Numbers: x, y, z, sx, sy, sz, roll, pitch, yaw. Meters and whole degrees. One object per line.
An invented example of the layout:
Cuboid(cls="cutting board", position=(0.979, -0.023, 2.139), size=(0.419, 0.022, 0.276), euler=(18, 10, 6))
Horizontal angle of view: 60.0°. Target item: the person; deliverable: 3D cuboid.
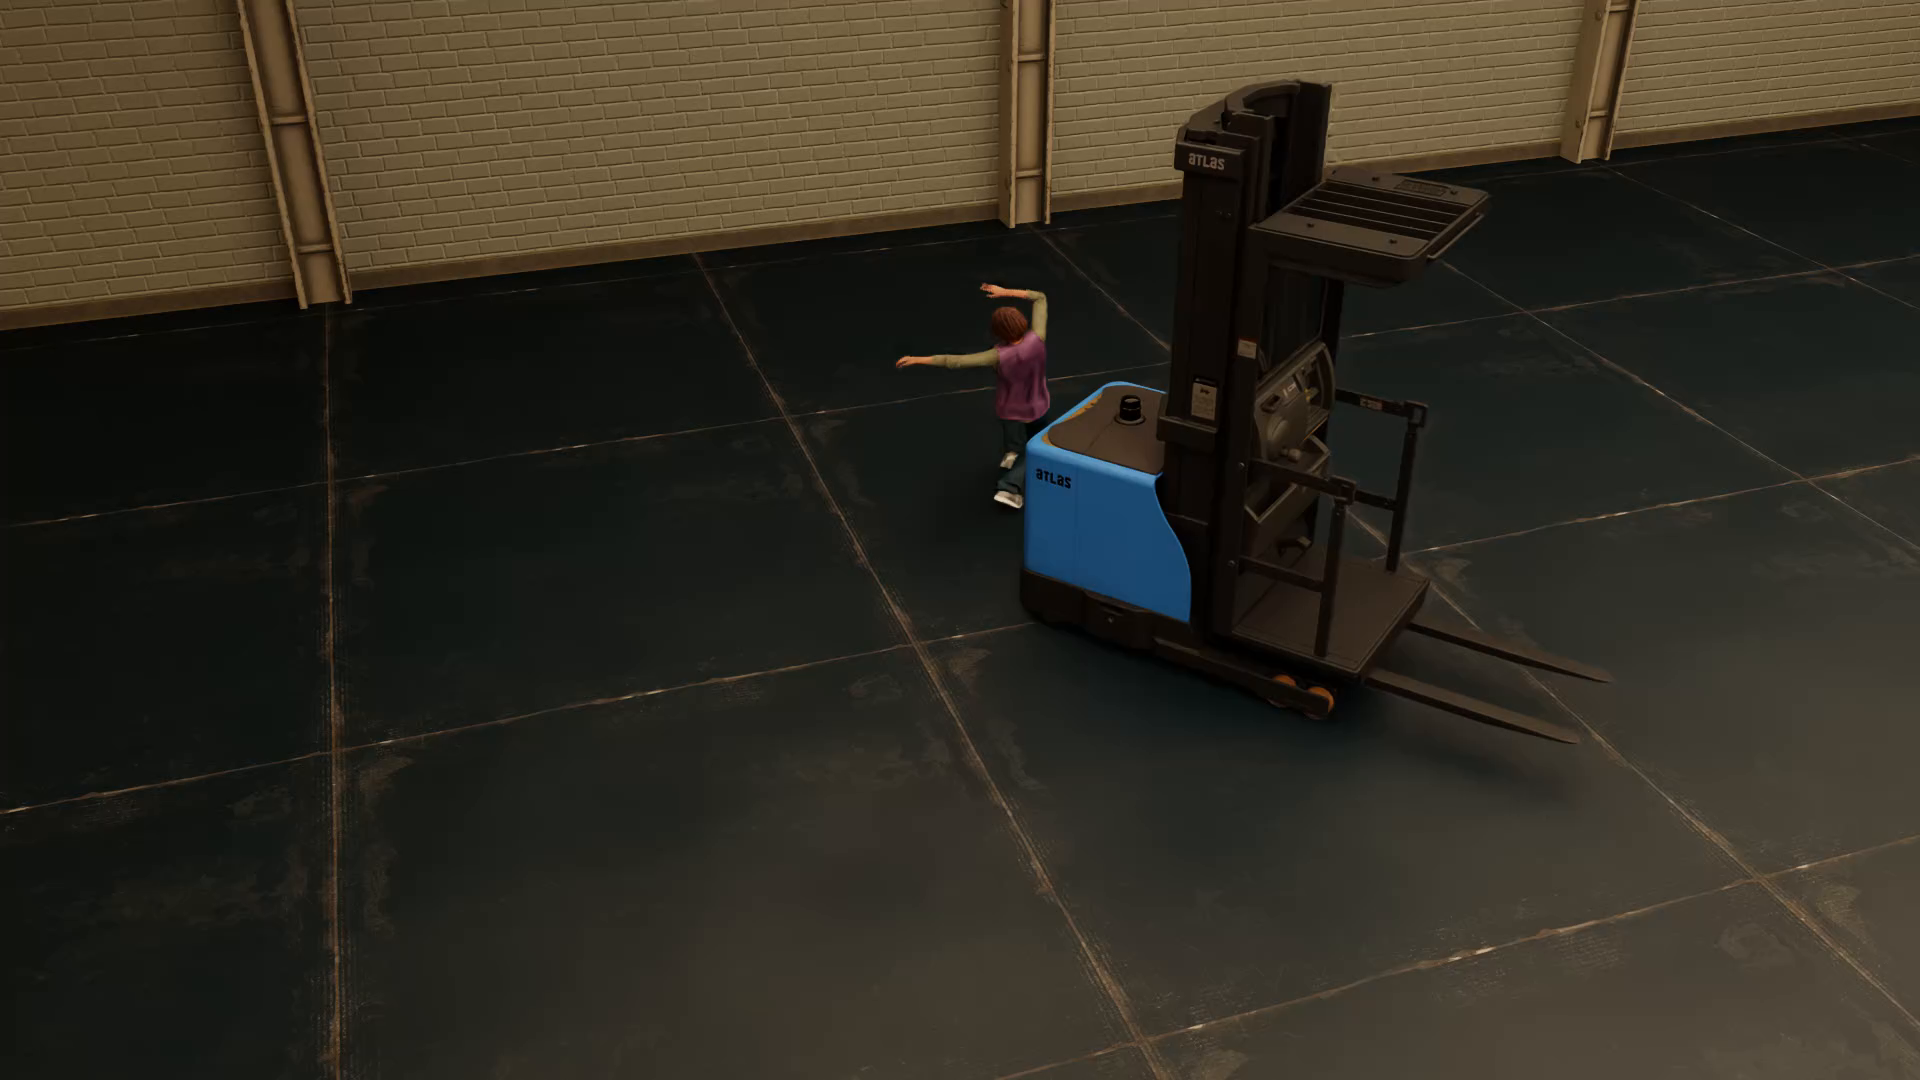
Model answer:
Cuboid(cls="person", position=(0.105, -0.926, 10.288), size=(0.930, 1.385, 0.803), euler=(3, 30, 5))

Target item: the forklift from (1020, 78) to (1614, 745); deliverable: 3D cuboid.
Cuboid(cls="forklift", position=(1.847, -0.661, 8.236), size=(3.031, 2.935, 1.130), euler=(18, 34, 28))
